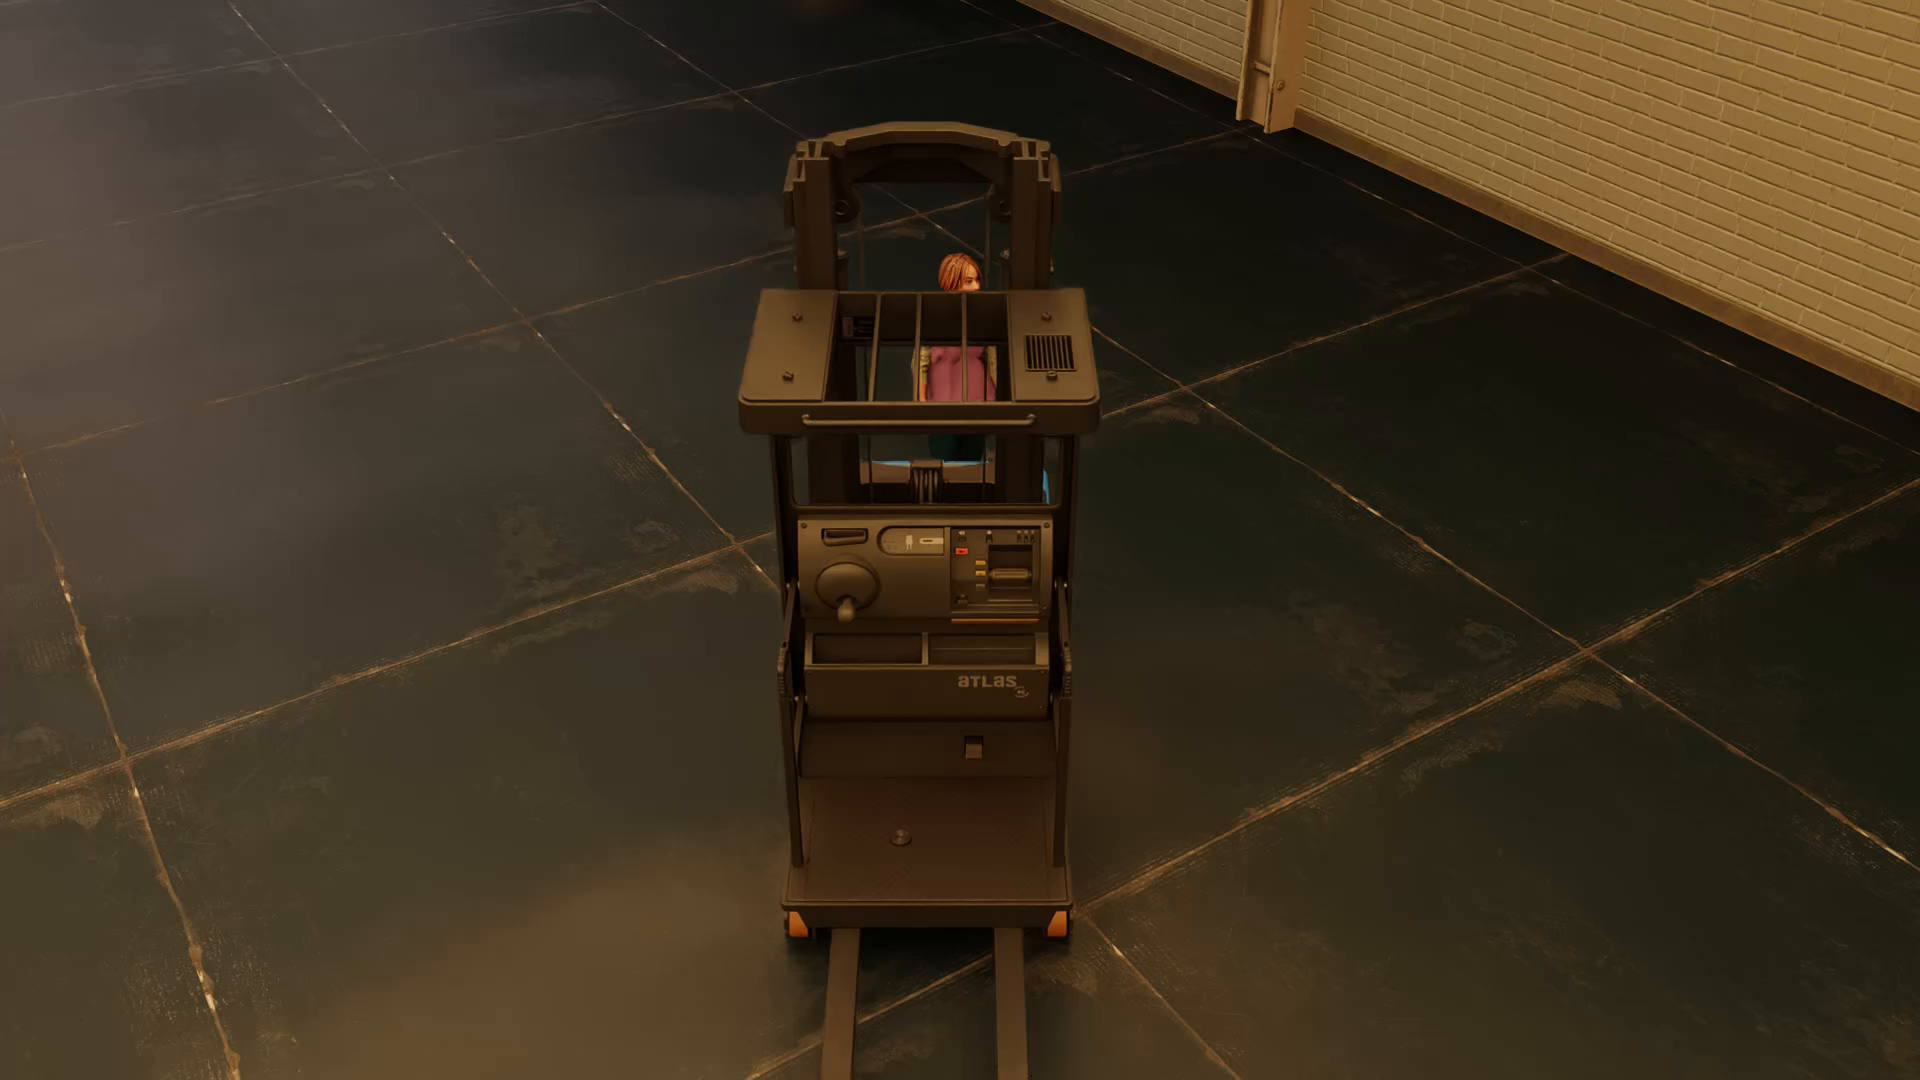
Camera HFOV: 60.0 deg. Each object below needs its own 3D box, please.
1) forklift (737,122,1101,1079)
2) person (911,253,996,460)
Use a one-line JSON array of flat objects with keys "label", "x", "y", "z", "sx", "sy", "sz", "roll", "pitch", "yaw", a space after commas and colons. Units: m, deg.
[{"label": "forklift", "x": -0.123, "y": 0.170, "z": 5.906, "sx": 1.130, "sy": 2.935, "sz": 3.031, "roll": 0, "pitch": 35, "yaw": 0}, {"label": "person", "x": 0.028, "y": -0.620, "z": 8.177, "sx": 0.520, "sy": 1.597, "sz": 0.476, "roll": -21, "pitch": 40, "yaw": -27}]
